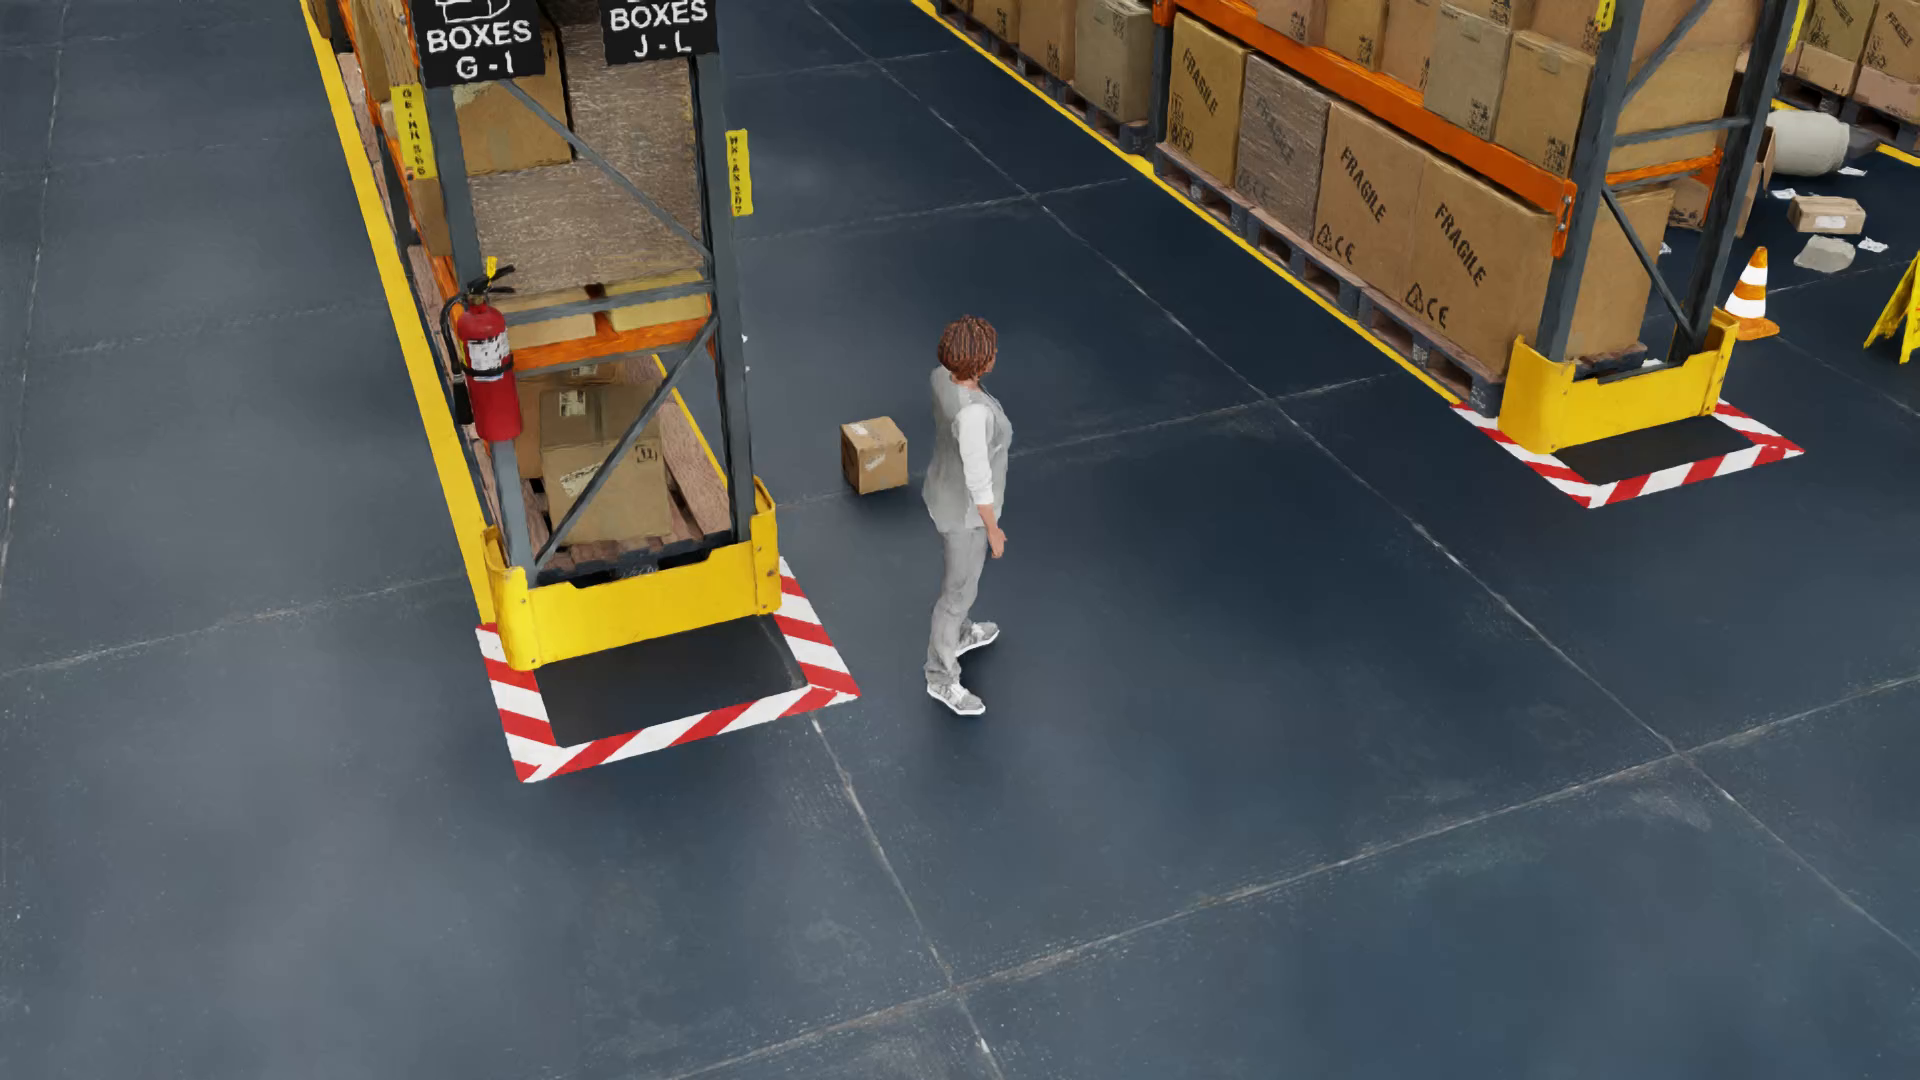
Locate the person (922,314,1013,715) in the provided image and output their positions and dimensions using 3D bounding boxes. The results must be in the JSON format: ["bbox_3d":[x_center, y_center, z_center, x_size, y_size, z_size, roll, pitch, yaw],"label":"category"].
[{"bbox_3d":[0.025,-0.120,6.282,0.368,1.598,0.558,-7,35,-10],"label":"person"}]
